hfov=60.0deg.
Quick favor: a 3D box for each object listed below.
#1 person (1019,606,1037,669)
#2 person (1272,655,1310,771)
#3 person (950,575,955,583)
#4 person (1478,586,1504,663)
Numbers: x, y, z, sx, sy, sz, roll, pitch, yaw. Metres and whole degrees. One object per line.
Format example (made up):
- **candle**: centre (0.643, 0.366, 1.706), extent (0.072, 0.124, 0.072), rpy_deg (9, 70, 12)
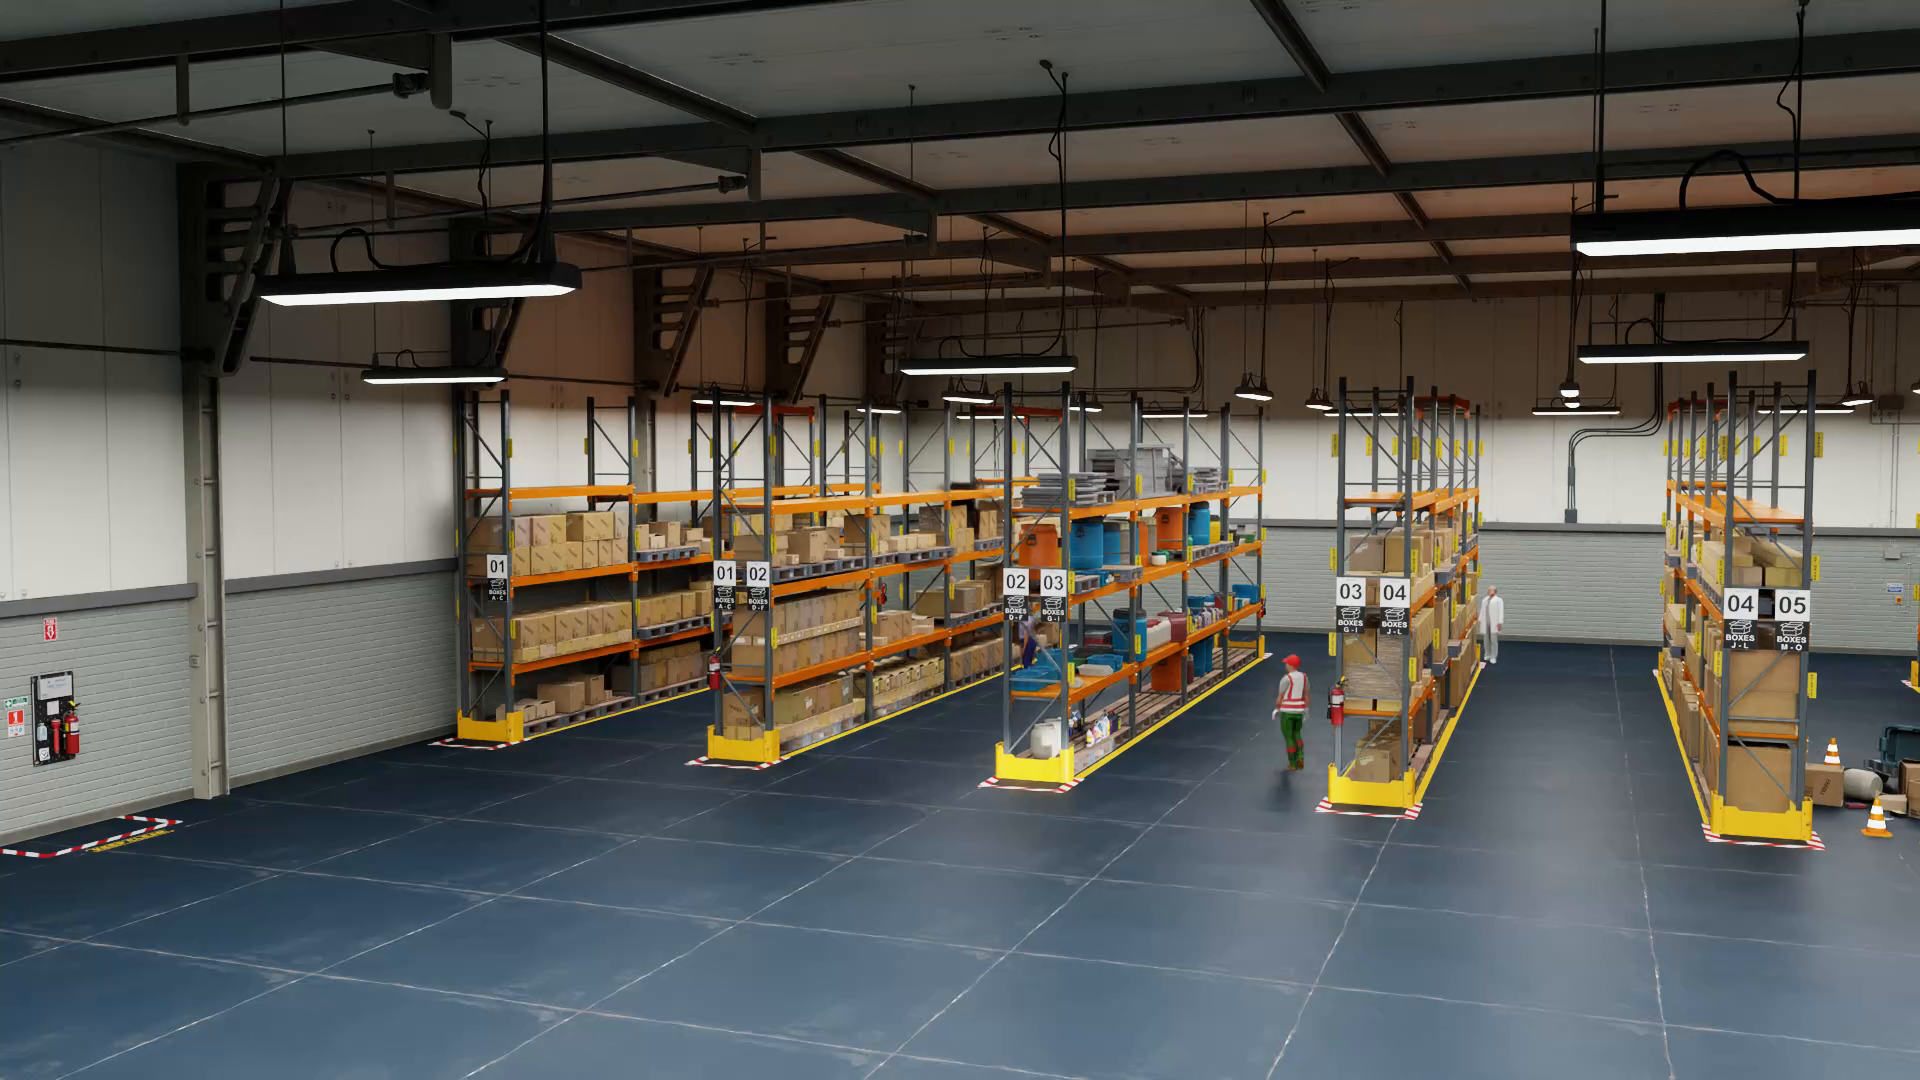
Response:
- **person**: centre (1.361, 2.170, 33.963), extent (0.406, 1.646, 0.544), rpy_deg (1, 3, 12)
- **person**: centre (5.154, 2.690, 25.849), extent (0.576, 1.831, 0.423), rpy_deg (-1, 3, -16)
- **person**: centre (-0.151, 1.739, 43.828), extent (0.470, 1.655, 0.480), rpy_deg (2, 4, 27)
- **person**: centre (12.473, 1.976, 39.098), extent (0.607, 1.799, 0.607), rpy_deg (2, 4, 36)
